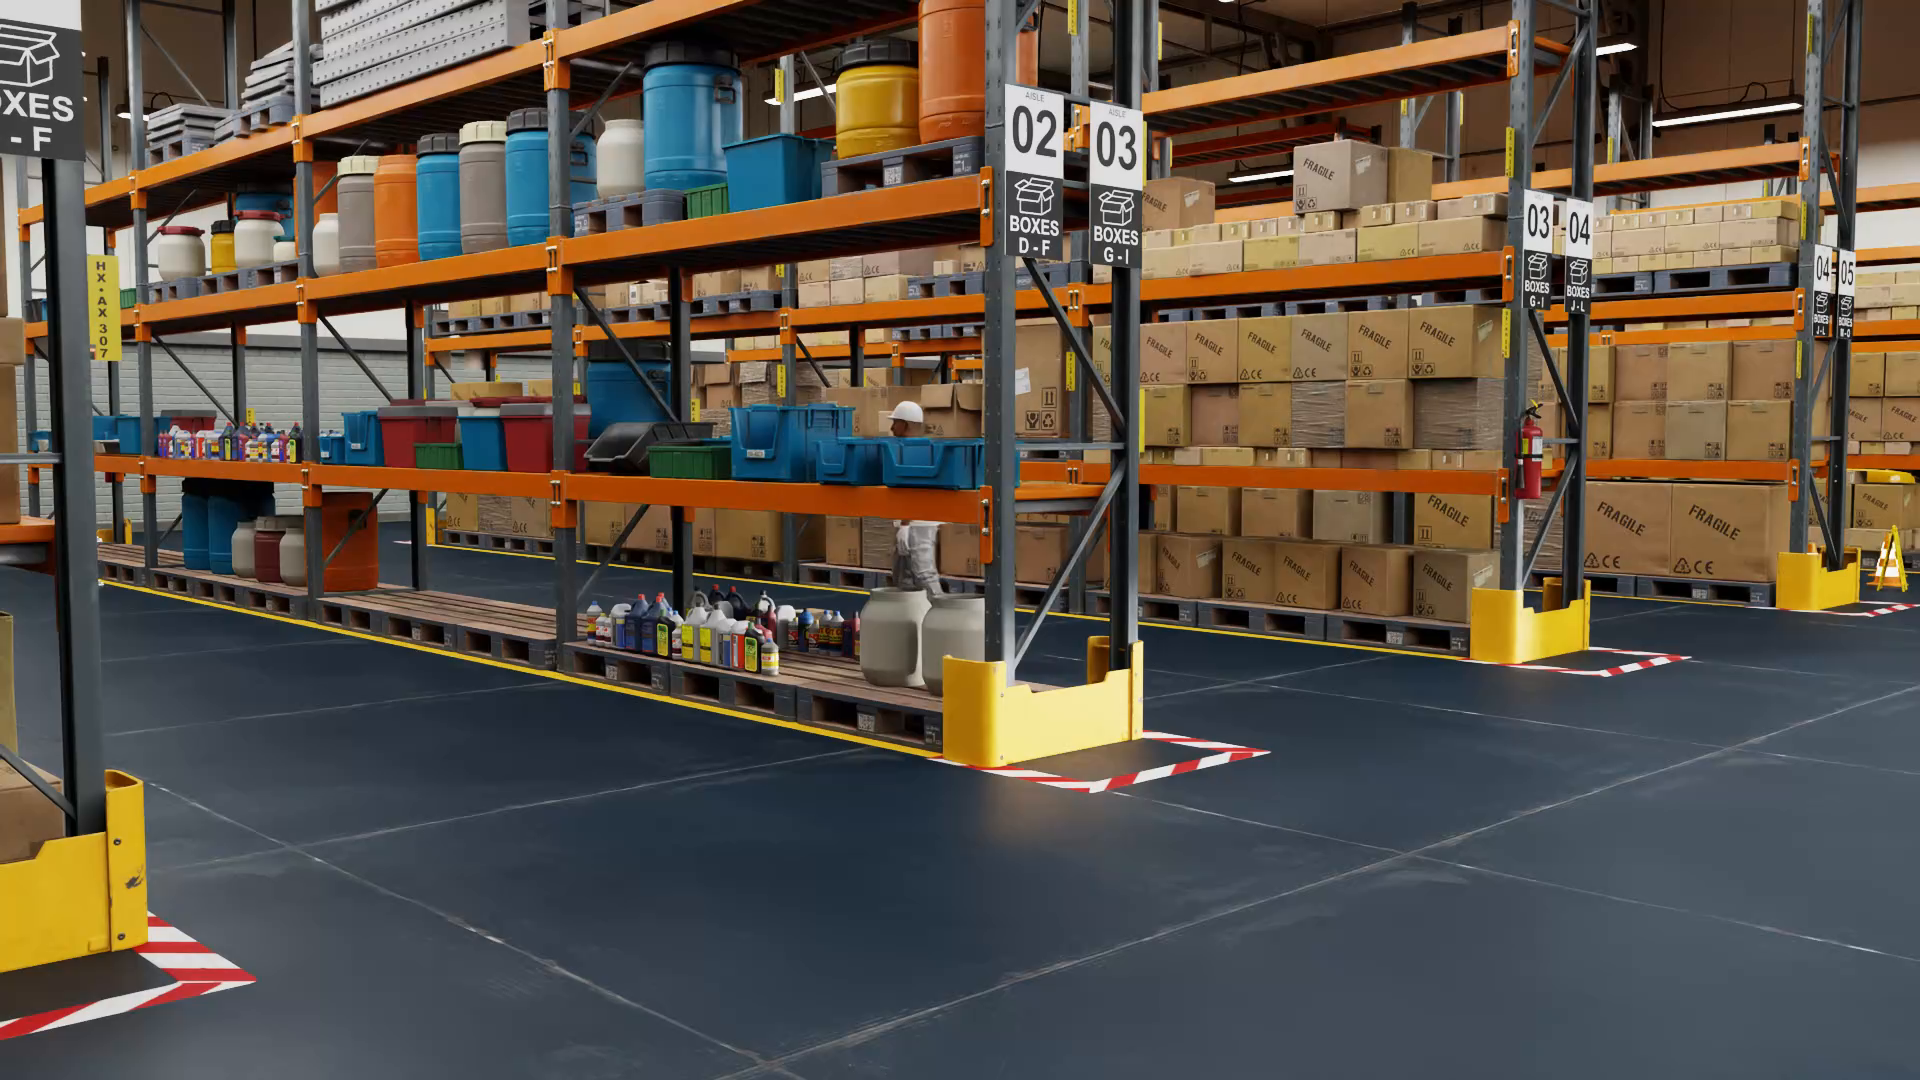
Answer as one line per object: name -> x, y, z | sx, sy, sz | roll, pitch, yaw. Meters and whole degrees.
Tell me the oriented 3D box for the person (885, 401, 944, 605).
person -> -0.402, -0.091, 11.720 | 0.729, 1.767, 0.599 | 1, 4, 8
